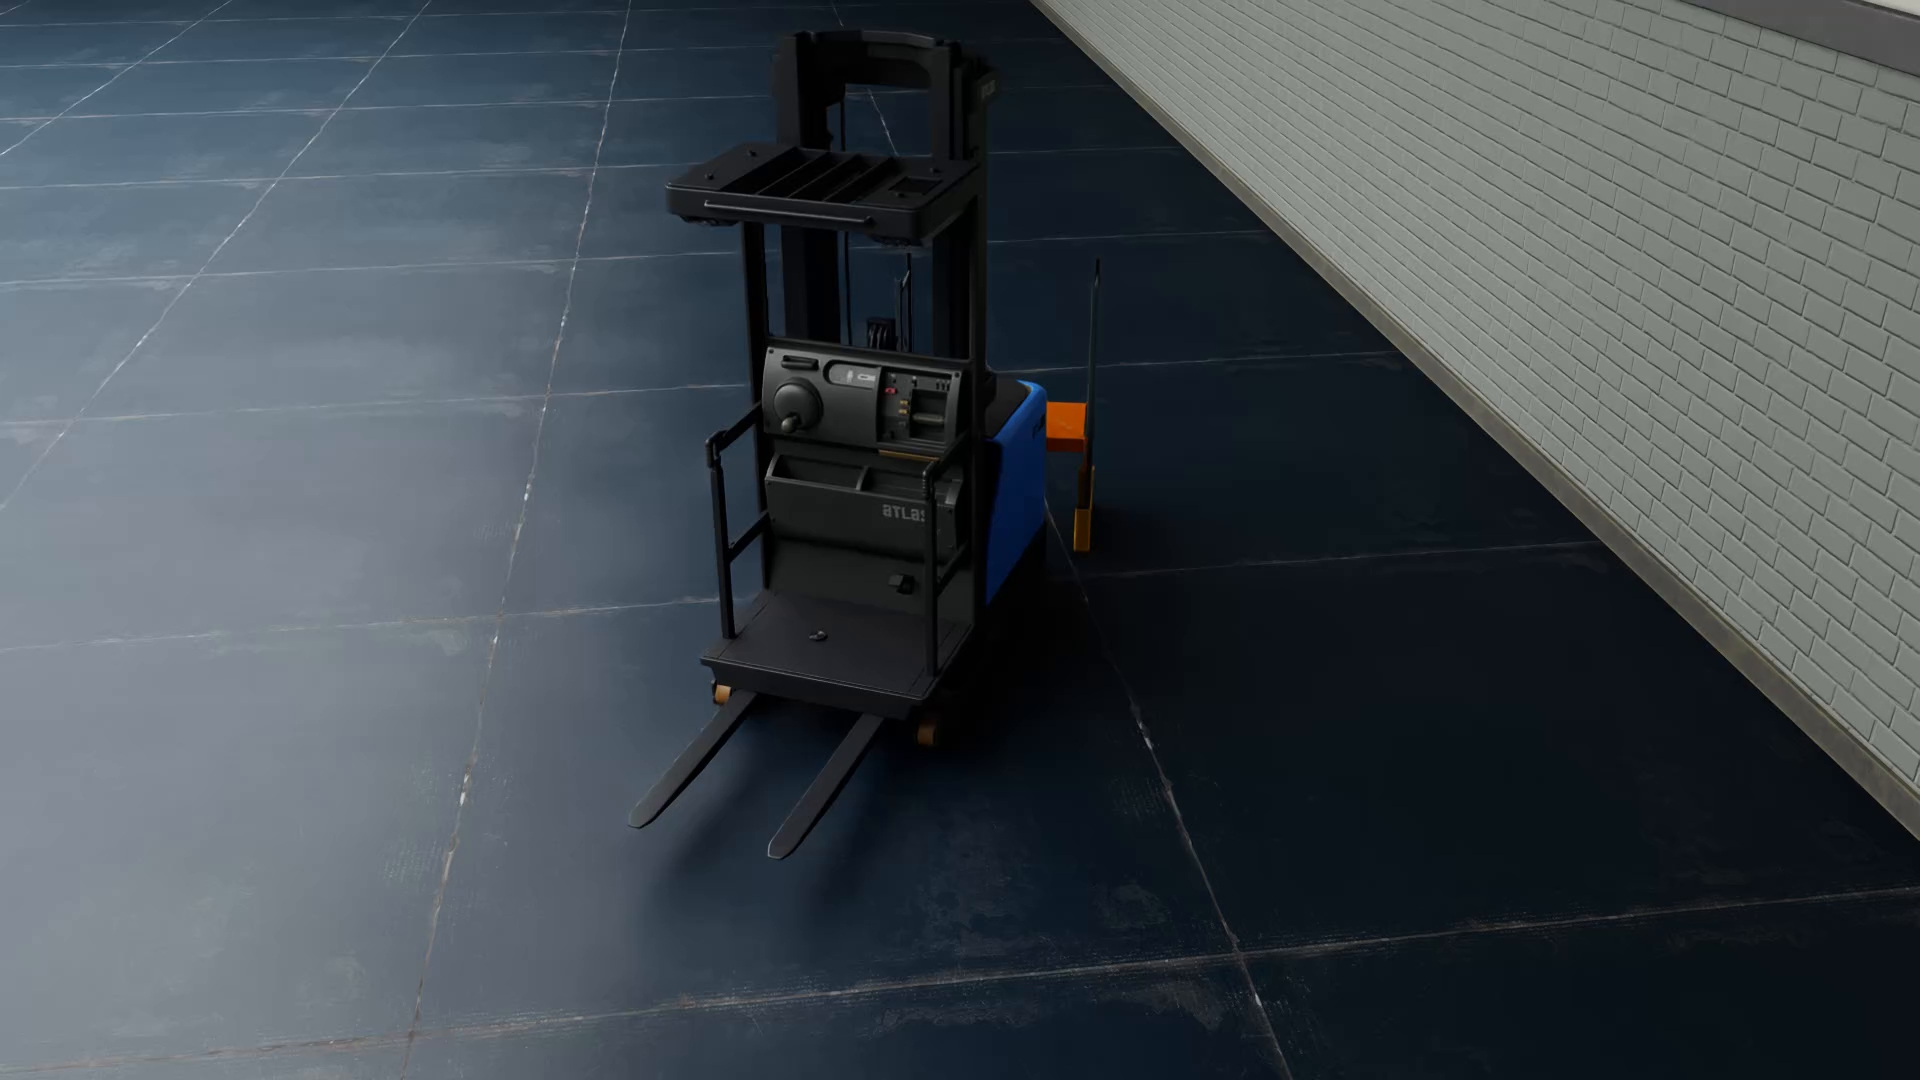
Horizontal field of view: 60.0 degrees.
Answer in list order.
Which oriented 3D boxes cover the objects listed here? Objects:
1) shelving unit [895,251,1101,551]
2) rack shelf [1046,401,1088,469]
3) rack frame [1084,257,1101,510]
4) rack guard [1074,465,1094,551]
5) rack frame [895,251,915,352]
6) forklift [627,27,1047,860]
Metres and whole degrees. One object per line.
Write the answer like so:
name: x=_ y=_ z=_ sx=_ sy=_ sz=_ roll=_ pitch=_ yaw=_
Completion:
shelving unit: x=0.202 y=-0.764 z=9.097 sx=1.083 sy=1.500 sz=0.587 roll=3 pitch=27 yaw=5
rack shelf: x=0.211 y=-0.604 z=9.178 sx=1.000 sy=0.185 sz=0.538 roll=3 pitch=27 yaw=5
rack frame: x=0.717 y=-0.740 z=9.049 sx=0.032 sy=1.500 sz=0.500 roll=3 pitch=27 yaw=5
rack guard: x=0.698 y=-0.185 z=9.336 sx=0.087 sy=0.250 sz=0.587 roll=3 pitch=27 yaw=5
rack frame: x=-0.294 y=-0.788 z=9.143 sx=0.032 sy=1.500 sz=0.500 roll=3 pitch=27 yaw=5
forklift: x=-0.505 y=-0.584 z=7.178 sx=1.130 sy=2.935 sz=3.031 roll=9 pitch=28 yaw=17
